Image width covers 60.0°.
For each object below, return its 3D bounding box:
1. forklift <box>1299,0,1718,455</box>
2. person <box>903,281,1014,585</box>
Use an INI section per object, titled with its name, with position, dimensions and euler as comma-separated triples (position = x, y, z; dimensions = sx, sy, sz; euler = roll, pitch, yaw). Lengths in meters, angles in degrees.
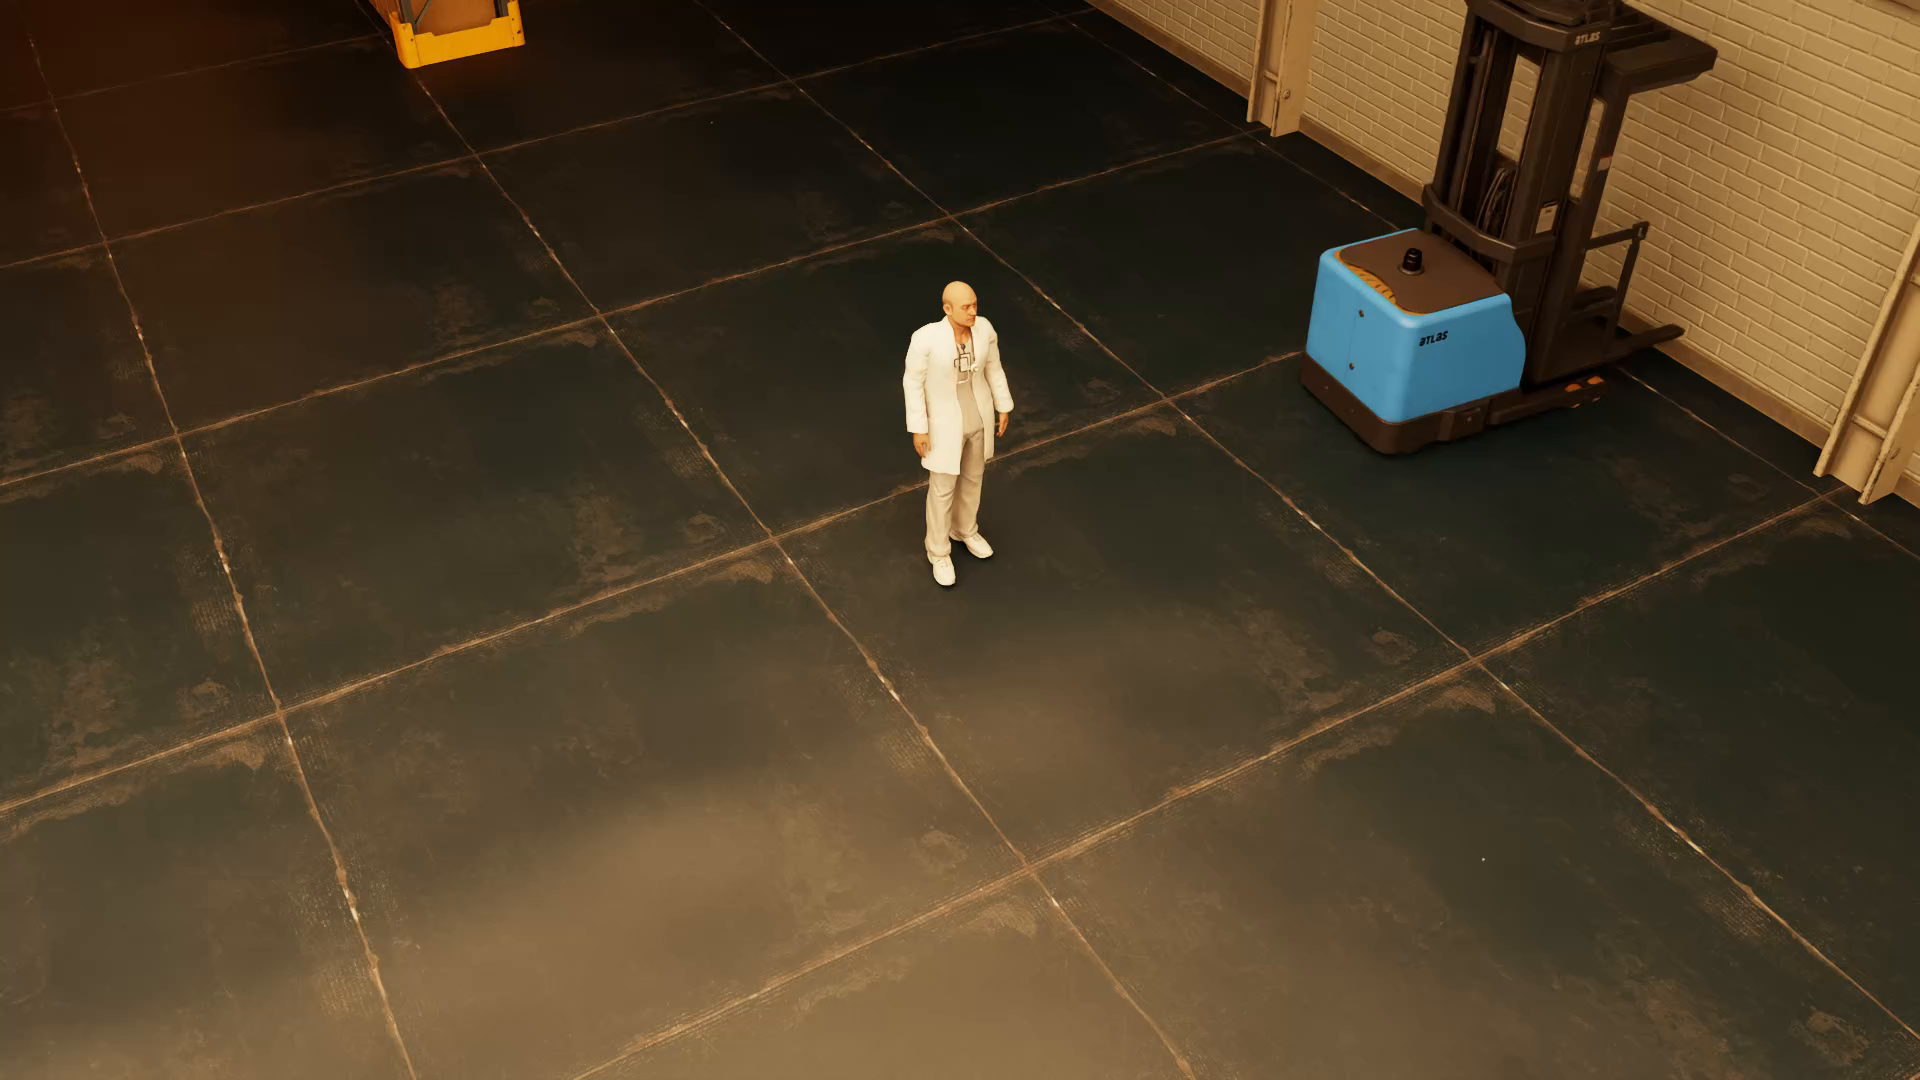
[forklift]
position = 3.916, -2.325, 10.839
dimensions = 3.031, 2.935, 1.130
euler = -17, 42, -19
[person]
position = 0.043, -0.638, 9.698
dimensions = 0.696, 1.777, 0.578
euler = -20, 44, -23
